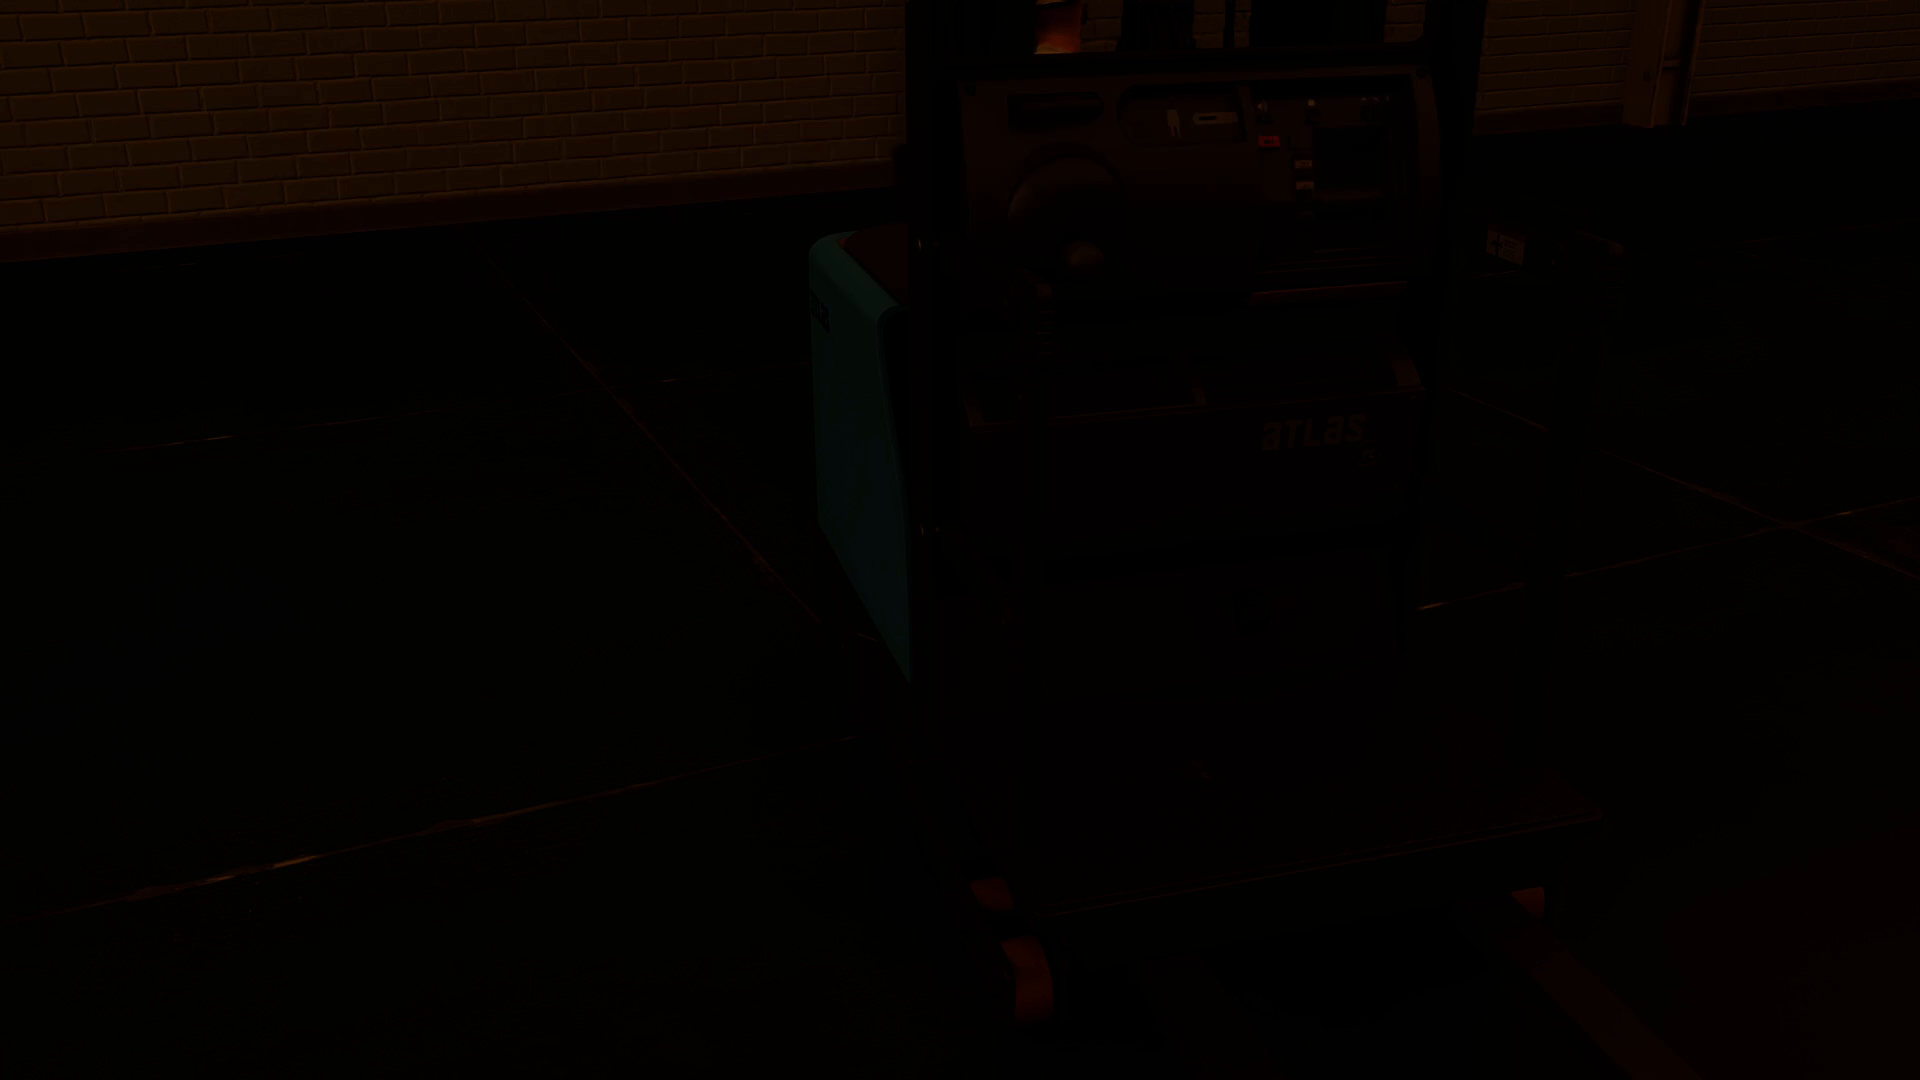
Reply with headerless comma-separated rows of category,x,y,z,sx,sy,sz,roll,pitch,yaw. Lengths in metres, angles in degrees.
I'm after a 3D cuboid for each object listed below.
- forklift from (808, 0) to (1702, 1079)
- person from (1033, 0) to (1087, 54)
forklift,0.510,-0.644,2.836,1.130,2.935,3.031,-6,23,-15
person,0.434,-0.859,5.004,0.860,1.702,0.729,-18,28,-36
